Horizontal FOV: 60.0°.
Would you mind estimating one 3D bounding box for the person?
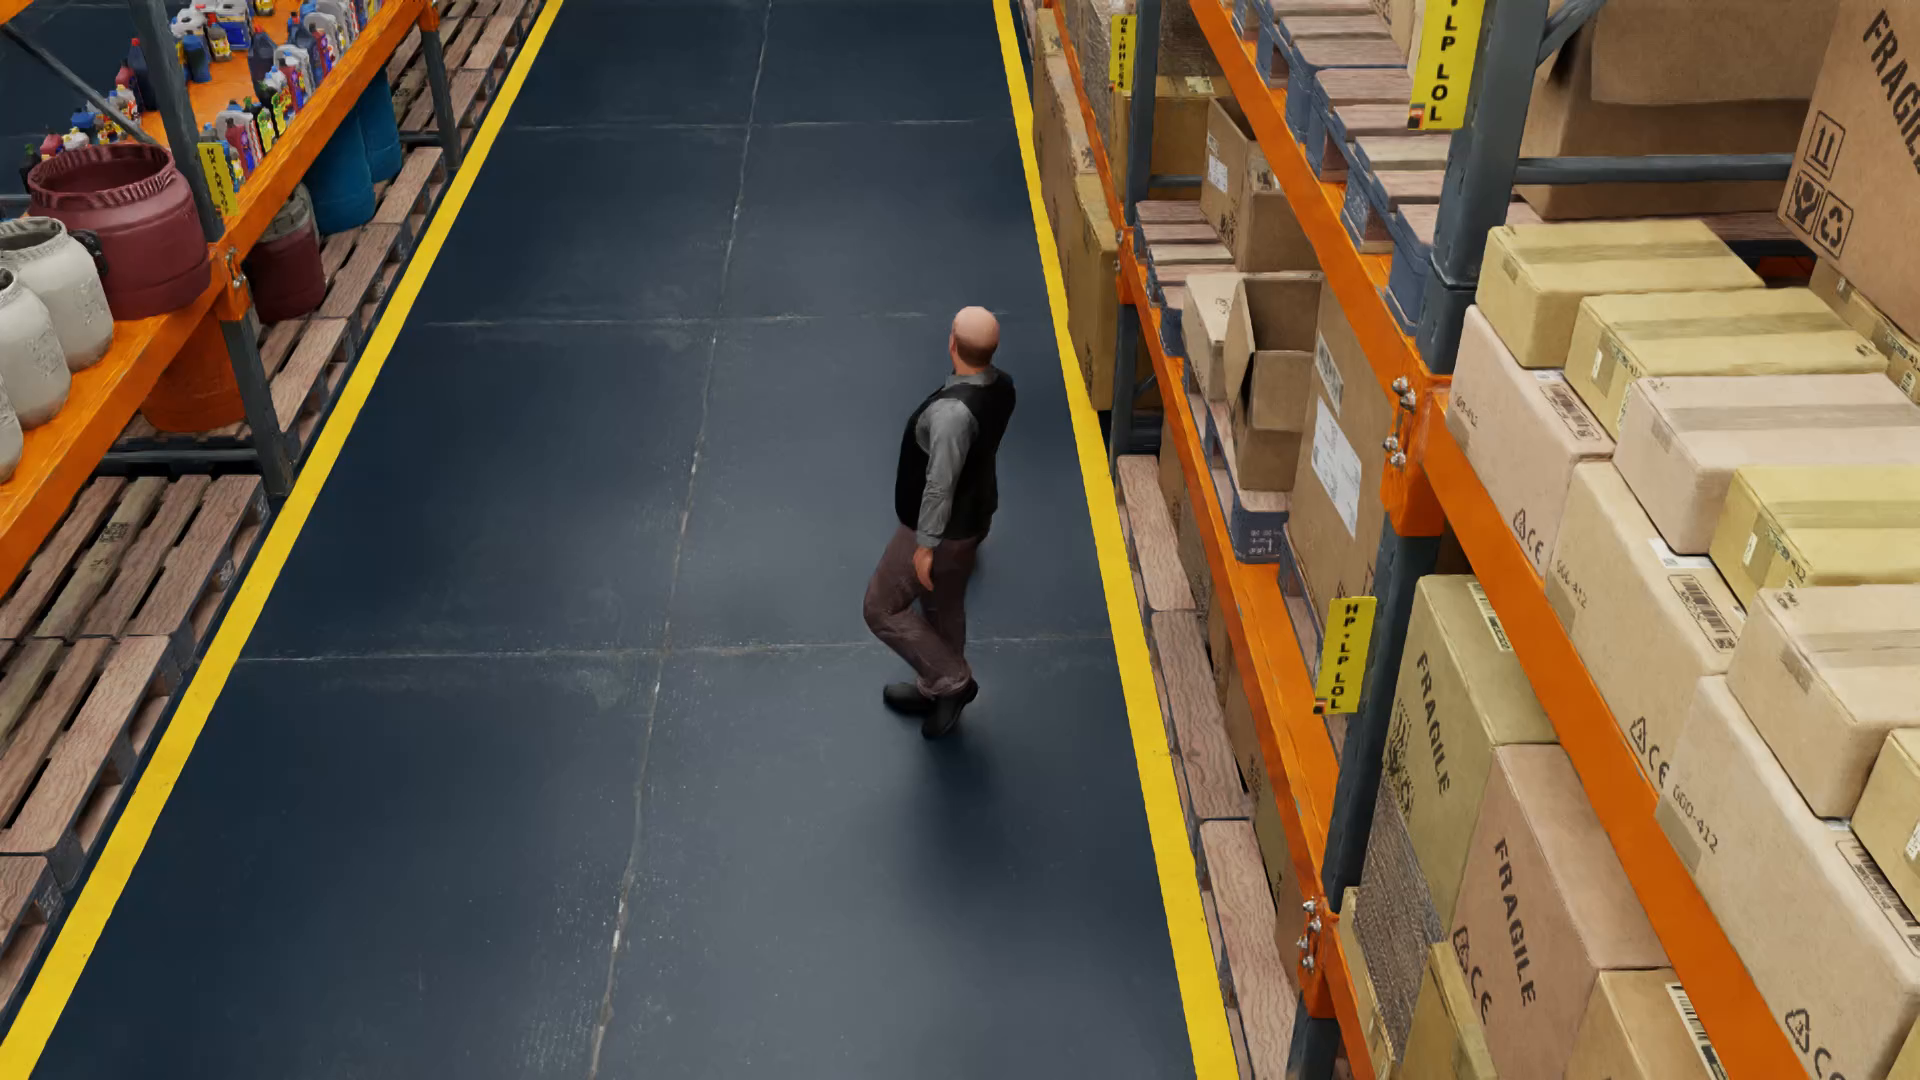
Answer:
[{"bbox_3d":[-0.078,-0.066,6.256,0.446,1.705,0.638,13,37,17],"label":"person"}]
